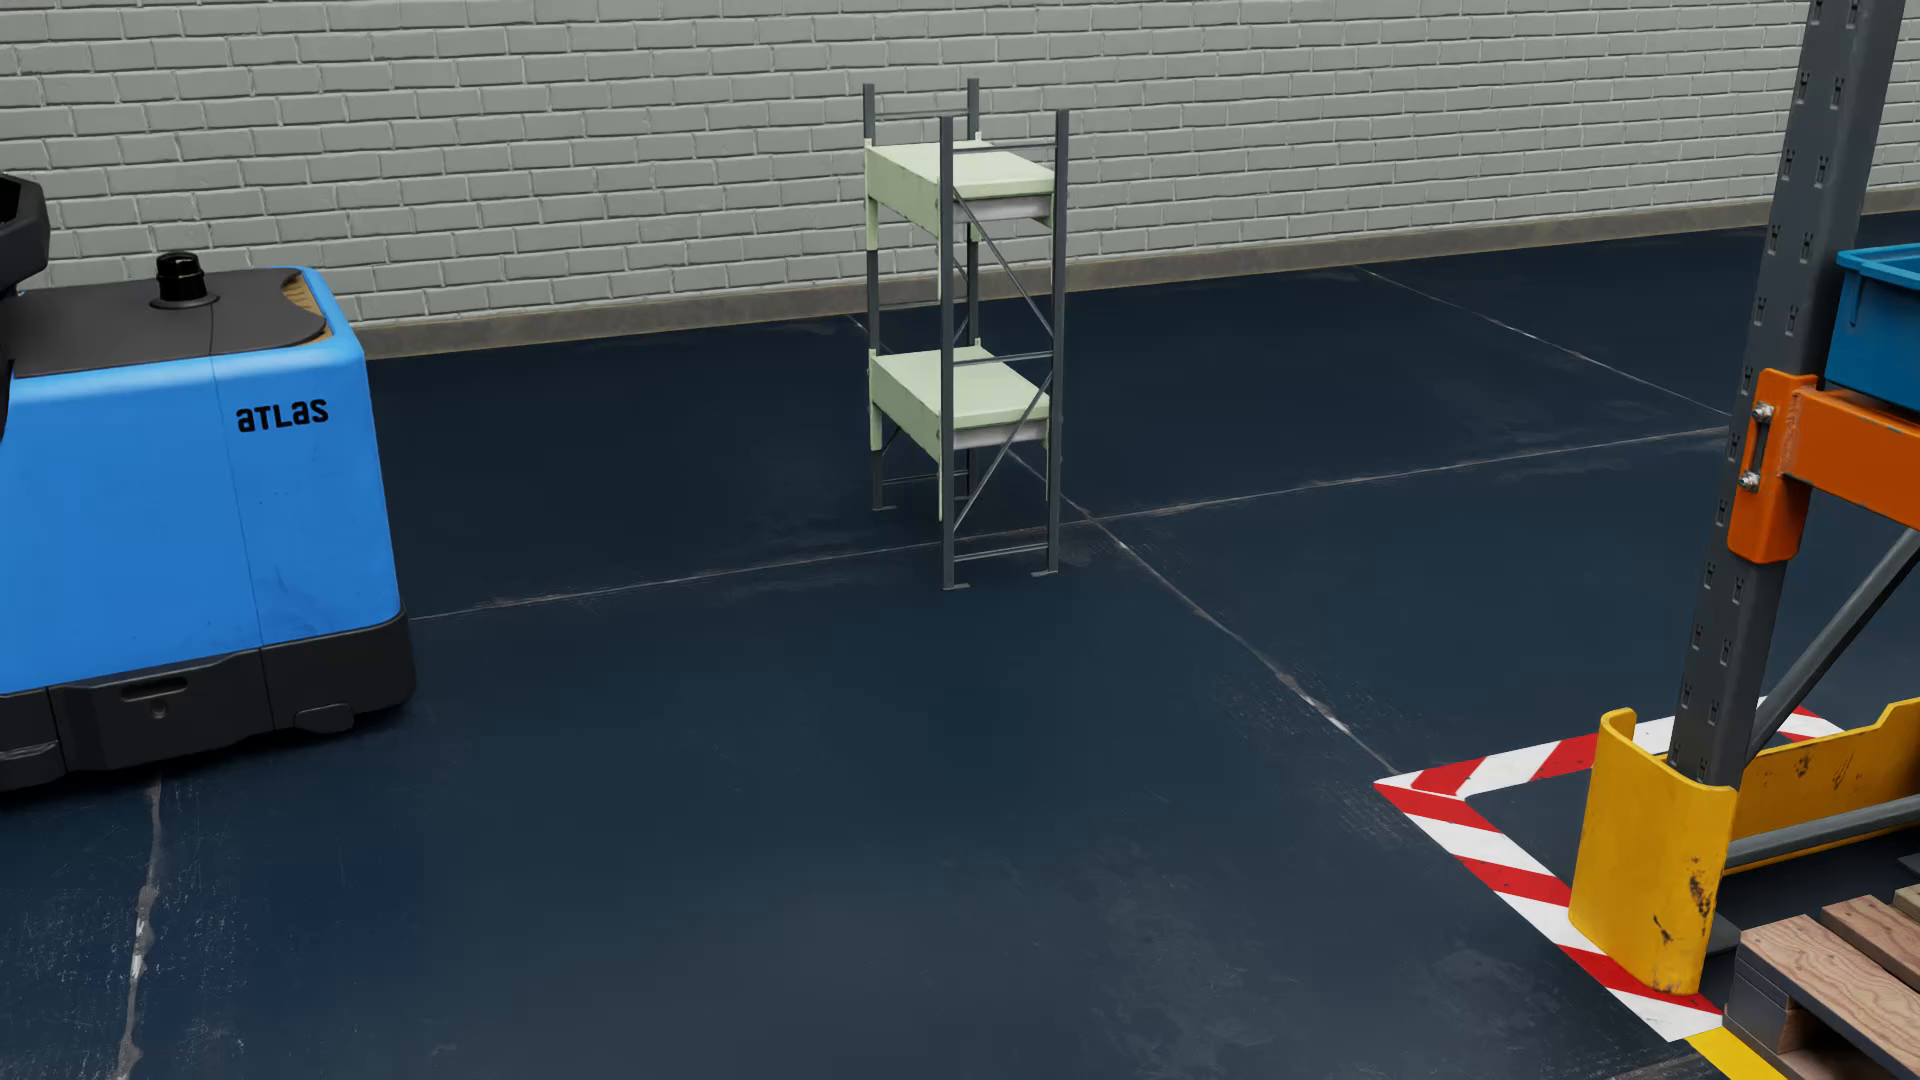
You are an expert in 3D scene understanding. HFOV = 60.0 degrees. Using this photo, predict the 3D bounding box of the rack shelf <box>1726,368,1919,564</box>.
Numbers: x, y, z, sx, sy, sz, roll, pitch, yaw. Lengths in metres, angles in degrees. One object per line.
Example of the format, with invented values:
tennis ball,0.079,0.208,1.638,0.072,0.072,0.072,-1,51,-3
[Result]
rack shelf,2.681,0.504,1.619,1.077,0.370,4.000,-8,24,-19

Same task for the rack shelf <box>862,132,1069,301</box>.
rack shelf,0.002,-1.048,5.301,0.431,0.370,0.720,-8,24,-19

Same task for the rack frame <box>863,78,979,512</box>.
rack frame,-0.127,-0.822,5.768,0.400,1.500,0.023,-8,24,-19

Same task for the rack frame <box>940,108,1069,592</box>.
rack frame,0.132,-0.556,5.137,0.400,1.500,0.023,-8,24,-19

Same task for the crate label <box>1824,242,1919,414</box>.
crate label,1.754,-0.370,2.905,0.416,0.233,0.303,-8,24,-19

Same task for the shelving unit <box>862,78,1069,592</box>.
shelving unit,0.002,-0.689,5.453,0.431,1.500,0.755,-8,24,-19

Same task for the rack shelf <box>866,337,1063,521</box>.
rack shelf,0.002,-0.388,5.580,0.431,0.370,0.720,-8,24,-19

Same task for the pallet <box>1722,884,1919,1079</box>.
pallet,2.230,1.035,3.022,1.003,0.211,1.213,-8,24,-19

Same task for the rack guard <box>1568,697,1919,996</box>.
rack guard,1.954,0.590,3.706,1.175,0.500,0.348,-8,24,-19

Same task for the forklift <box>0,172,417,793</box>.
forklift,-3.053,-0.772,3.807,3.031,2.935,1.130,-11,25,-24

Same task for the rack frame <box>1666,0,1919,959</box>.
rack frame,1.974,-0.555,3.204,1.000,3.000,0.127,-8,24,-19
